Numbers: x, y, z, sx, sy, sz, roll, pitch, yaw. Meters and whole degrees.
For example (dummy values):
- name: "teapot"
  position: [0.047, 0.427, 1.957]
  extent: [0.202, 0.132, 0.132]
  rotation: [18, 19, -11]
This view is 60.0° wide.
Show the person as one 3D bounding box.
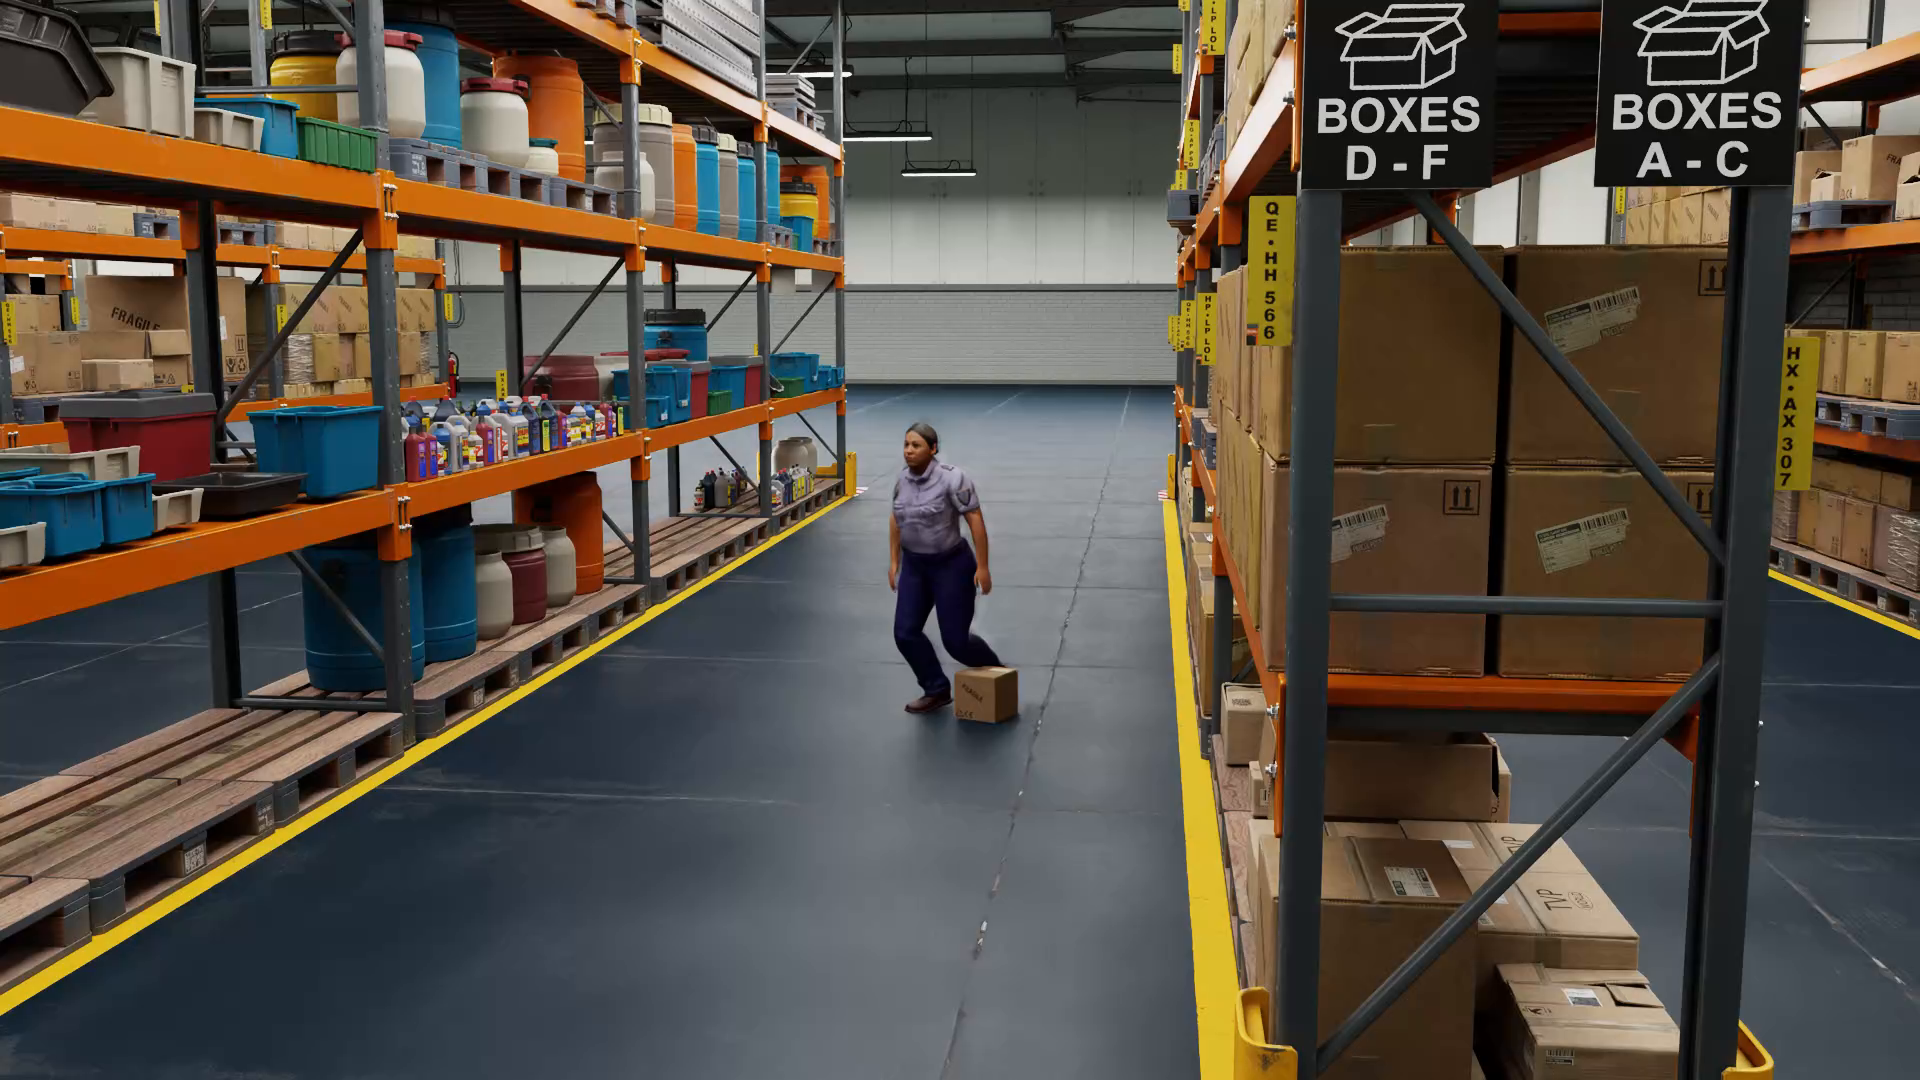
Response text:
- name: "person"
  position: [-0.067, 0.148, 9.008]
  extent: [0.640, 1.591, 0.646]
  rotation: [6, 10, 37]
